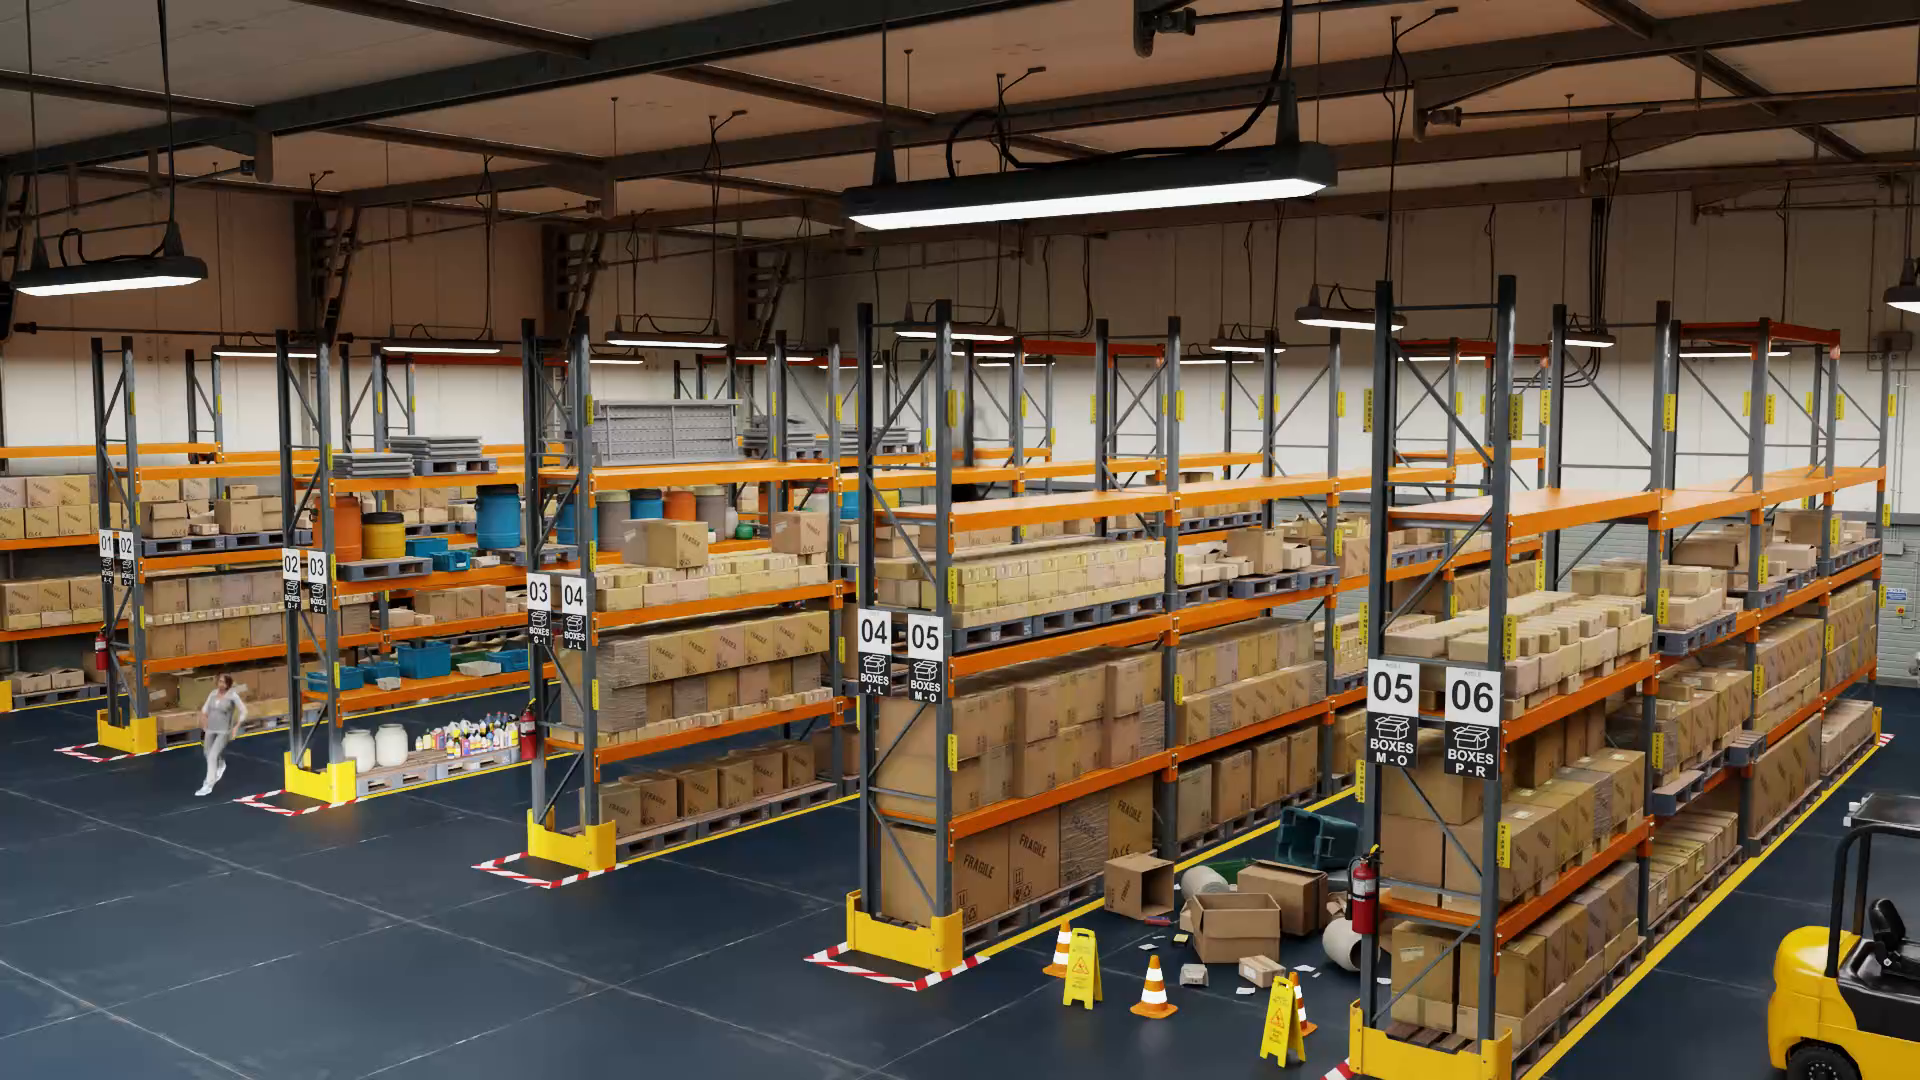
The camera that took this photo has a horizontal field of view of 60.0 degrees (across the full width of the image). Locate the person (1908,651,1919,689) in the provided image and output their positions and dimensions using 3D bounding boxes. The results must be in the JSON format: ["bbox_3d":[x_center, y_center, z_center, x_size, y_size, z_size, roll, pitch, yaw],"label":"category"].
[{"bbox_3d":[14.153,2.203,24.175,0.638,1.823,0.753,1,5,14],"label":"person"}]

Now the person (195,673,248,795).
[{"bbox_3d":[-9.592,2.499,21.668,0.608,1.556,0.726,0,5,5],"label":"person"}]
